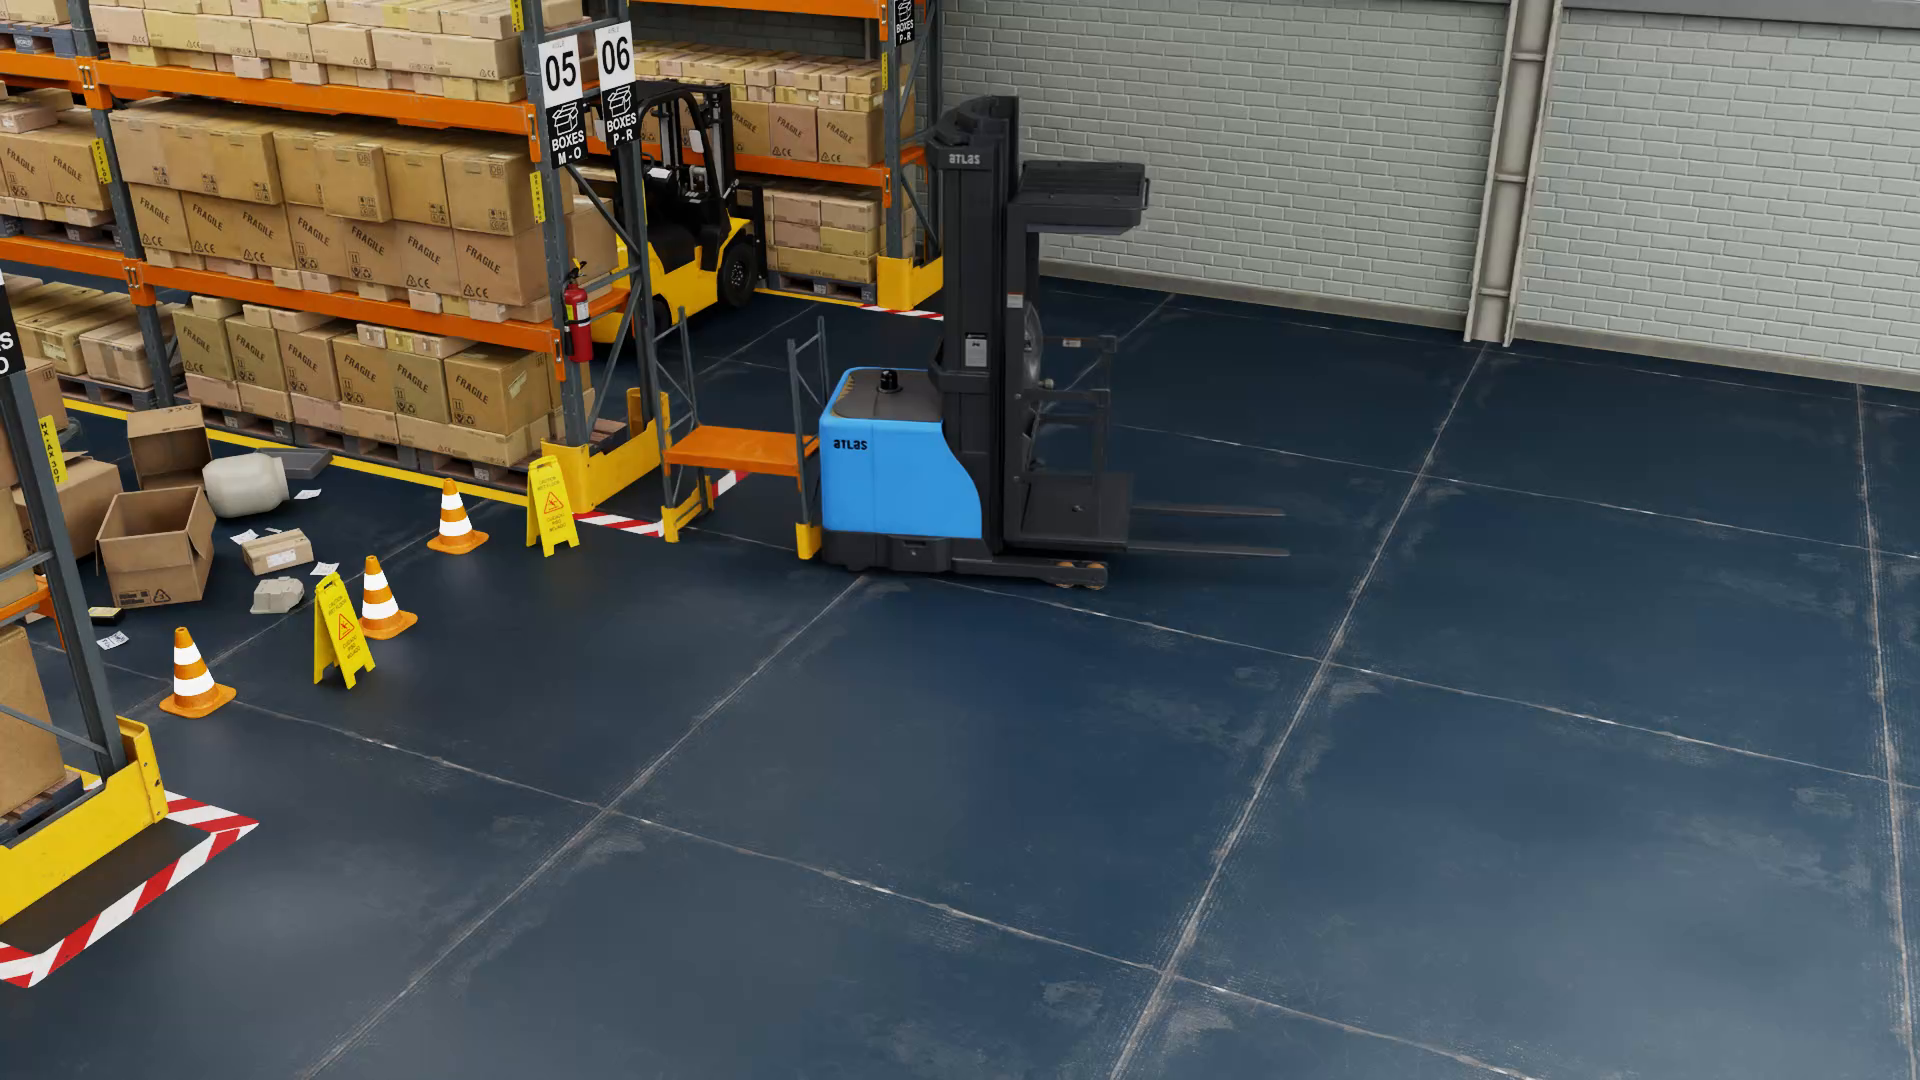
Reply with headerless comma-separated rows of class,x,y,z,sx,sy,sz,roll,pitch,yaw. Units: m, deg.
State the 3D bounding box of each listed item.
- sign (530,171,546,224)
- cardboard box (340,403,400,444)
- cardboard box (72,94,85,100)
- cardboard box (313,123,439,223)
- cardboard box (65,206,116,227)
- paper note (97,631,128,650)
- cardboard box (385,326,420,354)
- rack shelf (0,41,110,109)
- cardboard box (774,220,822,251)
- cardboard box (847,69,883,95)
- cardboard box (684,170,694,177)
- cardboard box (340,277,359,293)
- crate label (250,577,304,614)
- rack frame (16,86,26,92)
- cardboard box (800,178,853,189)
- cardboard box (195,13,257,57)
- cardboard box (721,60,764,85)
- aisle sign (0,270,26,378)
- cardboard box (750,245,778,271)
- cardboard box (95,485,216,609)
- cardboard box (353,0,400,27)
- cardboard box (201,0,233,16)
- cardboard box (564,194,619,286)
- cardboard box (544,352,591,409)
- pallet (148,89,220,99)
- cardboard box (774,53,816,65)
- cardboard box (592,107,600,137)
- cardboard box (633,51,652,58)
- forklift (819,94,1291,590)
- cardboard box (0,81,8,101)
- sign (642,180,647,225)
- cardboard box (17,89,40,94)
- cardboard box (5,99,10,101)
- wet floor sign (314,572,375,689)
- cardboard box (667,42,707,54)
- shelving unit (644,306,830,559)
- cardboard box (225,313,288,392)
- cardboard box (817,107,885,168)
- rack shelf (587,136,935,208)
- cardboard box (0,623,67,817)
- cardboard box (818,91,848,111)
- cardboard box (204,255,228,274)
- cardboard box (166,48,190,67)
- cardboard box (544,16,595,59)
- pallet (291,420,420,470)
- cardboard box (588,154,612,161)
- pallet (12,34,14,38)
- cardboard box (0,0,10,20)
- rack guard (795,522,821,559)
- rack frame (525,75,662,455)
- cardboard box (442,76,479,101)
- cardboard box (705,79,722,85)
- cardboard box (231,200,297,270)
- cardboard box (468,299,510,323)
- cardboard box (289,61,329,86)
sign,-2.730,-2.215,10.754,0.005,0.325,0.100,11,28,22
cardboard box,-4.277,-0.959,12.509,0.500,0.250,0.500,10,28,20
cardboard box,-10.900,-5.371,20.452,0.250,0.149,0.380,10,28,20
cardboard box,-4.002,-2.553,11.528,0.500,0.500,0.700,11,28,21
cardboard box,-6.706,-2.563,12.939,0.250,0.149,0.380,12,29,23
paper note,-5.126,0.607,10.055,0.142,0.017,0.144,23,35,39
cardboard box,-3.909,-1.485,11.993,0.250,0.149,0.380,12,29,23
rack shelf,-7.944,-3.893,13.250,4.000,0.370,1.077,11,28,22
cardboard box,-1.456,-3.008,16.105,0.500,0.250,0.500,11,28,21
cardboard box,-0.844,-4.220,15.311,0.250,0.149,0.380,11,28,22
cardboard box,-2.843,-3.506,16.550,0.500,0.250,0.500,12,29,24
cardboard box,-4.295,-1.930,12.129,0.250,0.149,0.380,11,28,22
crate label,-4.299,0.341,10.473,0.298,0.136,0.250,-2,26,-5
rack frame,-11.355,-5.964,20.037,0.127,3.000,1.000,11,28,22
cardboard box,-1.247,-3.427,16.390,0.500,0.250,0.500,11,28,22
cardboard box,-4.912,-3.539,11.548,0.500,0.250,0.500,12,29,22
cardboard box,-2.048,-4.413,15.703,0.250,0.149,0.380,12,29,23
aisle sign,-4.251,-1.038,7.090,0.004,0.787,0.394,11,28,22
cardboard box,-1.890,-2.873,16.397,0.500,0.250,0.500,12,29,22
cardboard box,-5.129,0.044,10.662,0.637,0.503,0.797,-7,27,-14
cardboard box,-3.801,-3.524,11.067,0.250,0.149,0.380,11,28,22
cardboard box,-5.012,-3.735,11.496,0.250,0.149,0.380,10,28,20
cardboard box,-2.799,-2.150,11.840,0.500,0.500,0.500,11,28,21
cardboard box,-3.124,-1.327,12.408,0.500,0.500,0.500,10,28,20
pallet,-8.360,-5.242,18.788,1.003,0.211,1.213,11,28,22
cardboard box,-1.588,-4.580,16.042,0.250,0.149,0.380,12,29,23
cardboard box,-3.295,-4.271,16.486,0.500,0.500,0.500,12,29,23
cardboard box,-3.202,-4.650,16.184,0.250,0.149,0.380,12,29,23
forklift,0.648,-1.245,10.531,3.031,2.935,1.130,3,26,6
cardboard box,-8.159,-3.708,13.795,0.250,0.149,0.380,10,28,19
sign,-2.258,-2.380,11.778,0.005,0.325,0.100,11,28,22
cardboard box,-11.113,-5.307,19.987,0.250,0.149,0.380,11,28,21
cardboard box,-7.804,-3.349,13.801,0.500,0.500,0.500,10,28,20
wet floor sign,-3.593,0.501,9.572,0.232,0.644,0.267,6,27,13
cardboard box,-2.717,-4.852,16.594,0.250,0.149,0.380,11,28,21
shelving unit,-1.435,-0.728,11.056,1.083,1.500,0.587,7,27,19
cardboard box,-5.206,-1.486,12.731,0.500,0.500,0.500,13,29,24
cardboard box,-0.988,-3.799,15.527,0.500,0.500,0.500,11,28,21
rack shelf,-2.252,-3.813,16.482,4.000,0.370,1.077,11,28,22
cardboard box,-5.084,0.903,8.020,0.875,0.875,0.875,12,28,22
cardboard box,-1.108,-4.091,15.386,0.250,0.149,0.380,12,29,23
cardboard box,-5.464,-2.144,12.562,0.250,0.149,0.380,11,28,22
cardboard box,-5.455,-3.511,11.943,0.250,0.149,0.380,11,28,22
cardboard box,-2.830,-3.384,11.235,0.500,0.250,0.500,11,28,21
pallet,-4.383,-0.923,12.955,1.213,0.211,1.003,11,28,22
cardboard box,-3.544,-3.892,17.335,0.500,0.250,0.500,12,29,23
pallet,-7.587,-4.110,13.089,1.003,0.211,1.213,11,28,22
cardboard box,-7.174,-4.115,12.579,0.500,0.250,0.500,12,29,22
rack guard,-0.940,-0.109,11.164,0.087,0.250,0.587,7,27,19
rack frame,-2.482,-1.773,11.526,0.127,3.000,1.000,11,28,22
cardboard box,-3.163,-2.991,10.888,0.250,0.149,0.380,12,28,22
cardboard box,-2.230,-4.363,15.938,0.250,0.149,0.380,11,28,21
cardboard box,-4.920,-2.311,12.168,0.500,0.500,0.500,11,28,21
cardboard box,-3.188,-1.645,11.549,0.250,0.149,0.380,11,28,21
cardboard box,-4.340,-3.222,11.357,0.250,0.149,0.380,11,28,21
